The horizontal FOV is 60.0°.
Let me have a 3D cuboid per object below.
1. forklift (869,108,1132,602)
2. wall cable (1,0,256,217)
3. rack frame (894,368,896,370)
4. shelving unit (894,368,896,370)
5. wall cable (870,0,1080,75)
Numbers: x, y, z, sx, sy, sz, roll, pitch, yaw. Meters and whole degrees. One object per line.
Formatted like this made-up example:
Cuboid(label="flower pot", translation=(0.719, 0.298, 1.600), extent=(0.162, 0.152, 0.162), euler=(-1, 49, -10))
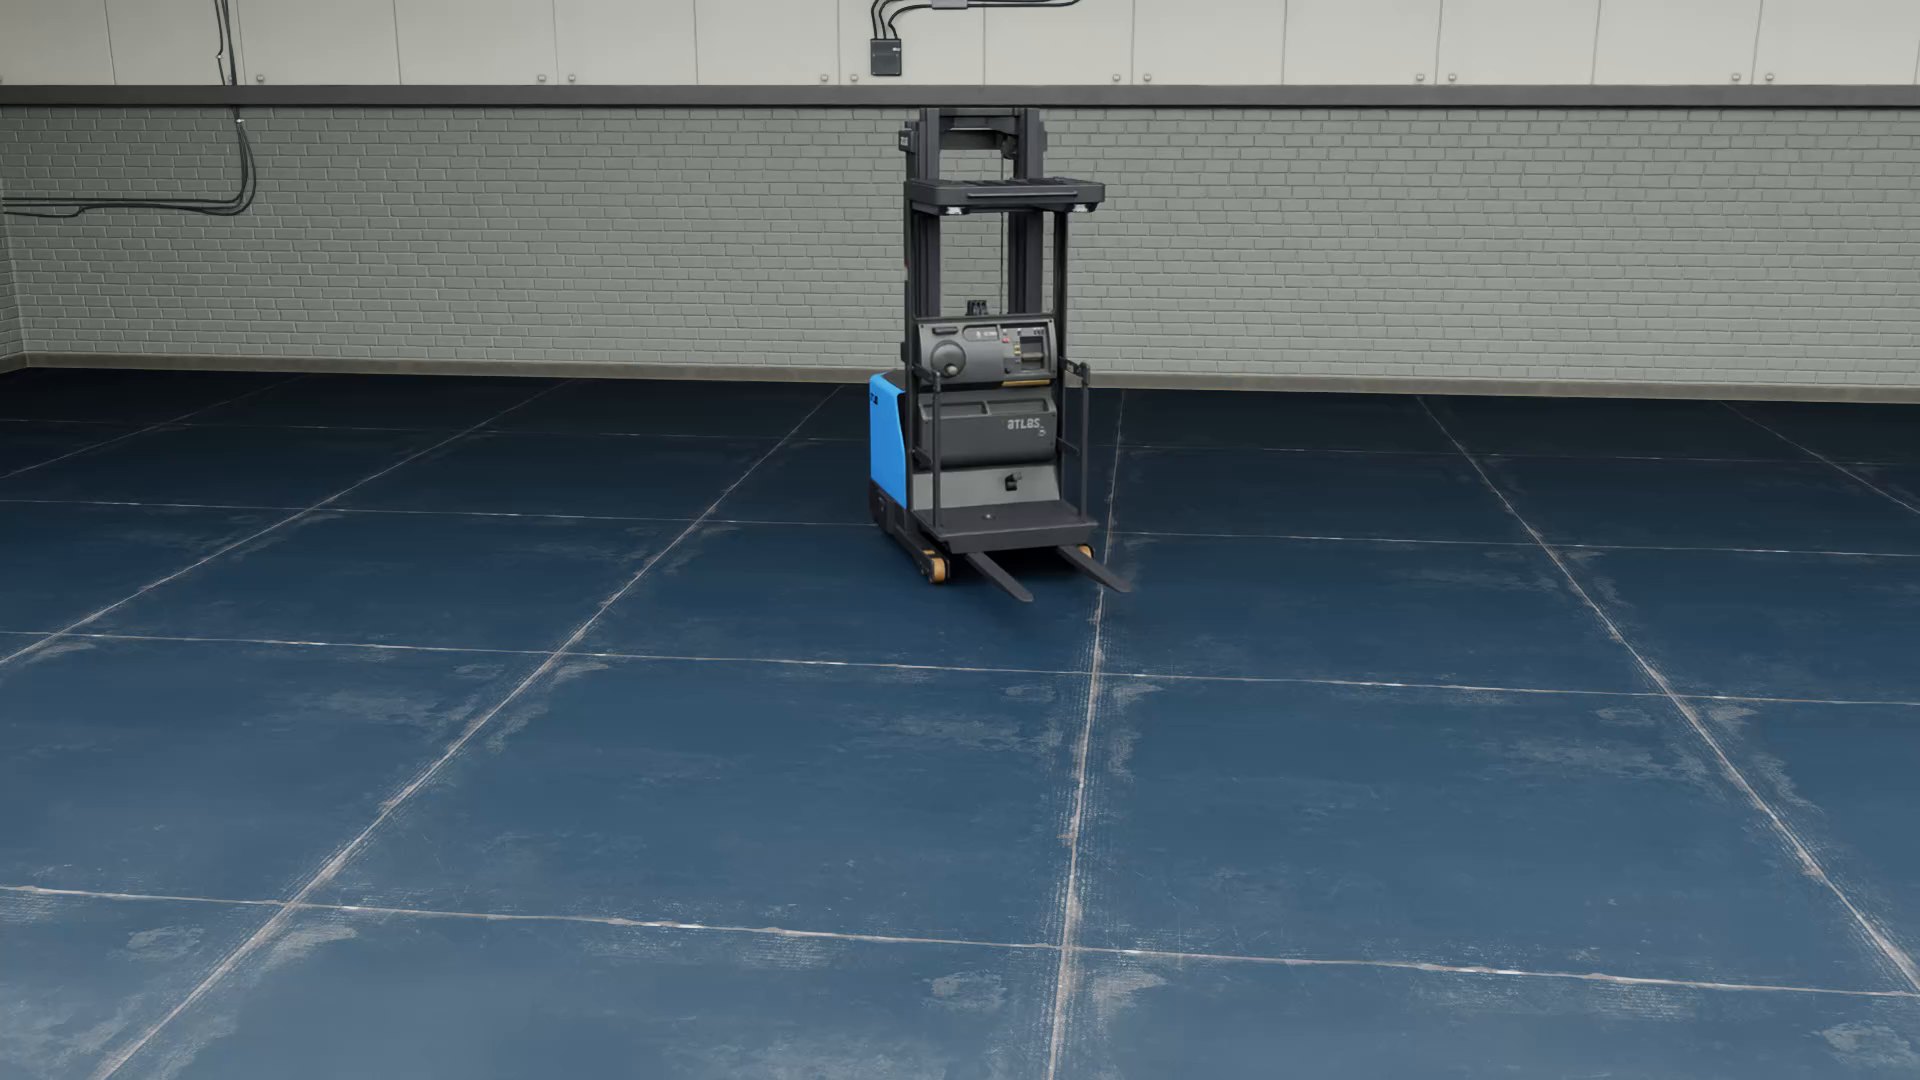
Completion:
Cuboid(label="forklift", translation=(0.247, -1.253, 10.683), extent=(1.130, 2.935, 3.031), euler=(-5, 16, -16))
Cuboid(label="wall cable", translation=(-9.192, -4.767, 18.002), extent=(3.097, 2.526, 0.112), euler=(2, 15, 6))
Cuboid(label="rack frame", translation=(-0.395, -0.777, 12.526), extent=(0.200, 1.050, 0.008), euler=(-5, 16, -16))
Cuboid(label="shelving unit", translation=(-0.360, -0.747, 12.413), extent=(0.215, 1.050, 0.252), euler=(-5, 16, -16))
Cuboid(label="wall cable", translation=(0.239, -7.624, 16.103), extent=(2.305, 6.003, 0.169), euler=(2, 15, 6))
